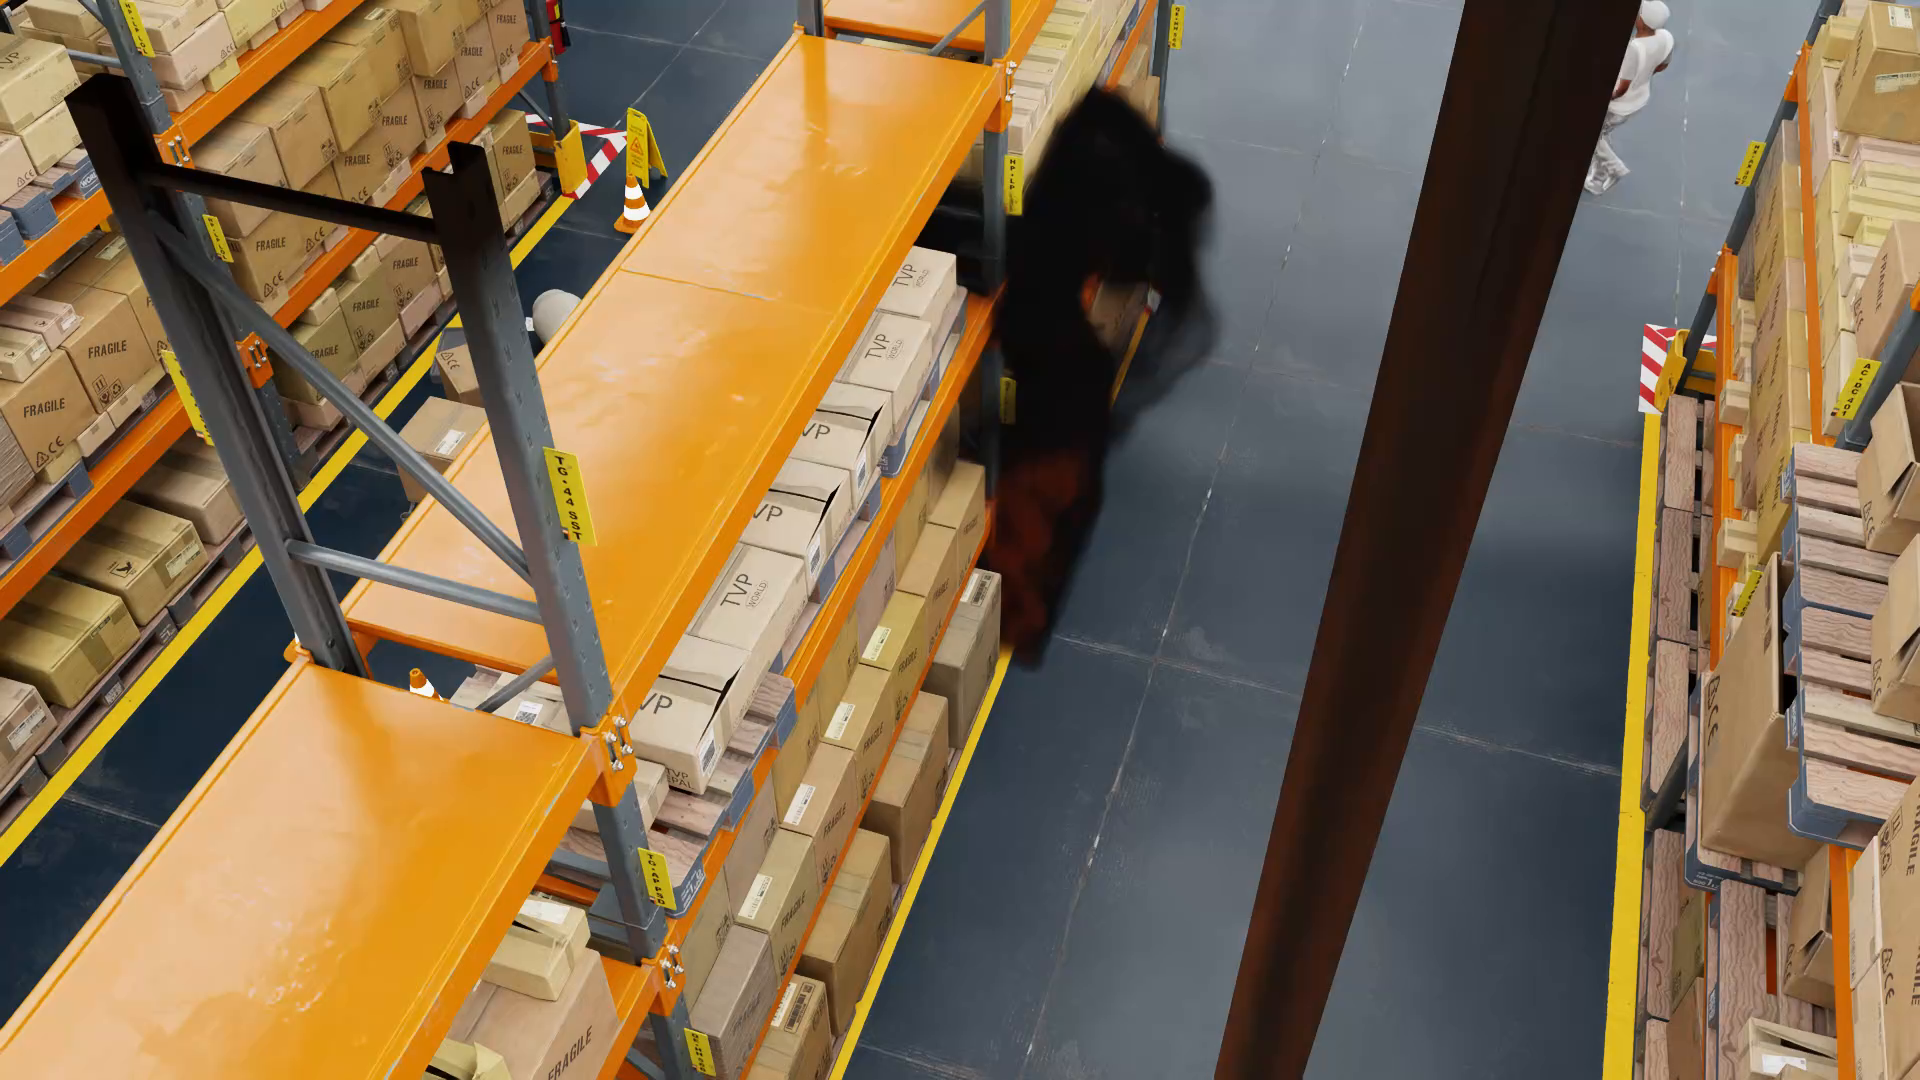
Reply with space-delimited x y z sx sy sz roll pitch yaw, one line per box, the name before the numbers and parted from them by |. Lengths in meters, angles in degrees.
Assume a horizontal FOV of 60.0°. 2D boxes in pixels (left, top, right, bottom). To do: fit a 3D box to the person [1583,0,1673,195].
person | 5.330 -3.535 13.368 0.685 1.735 0.606 -28 52 -24
